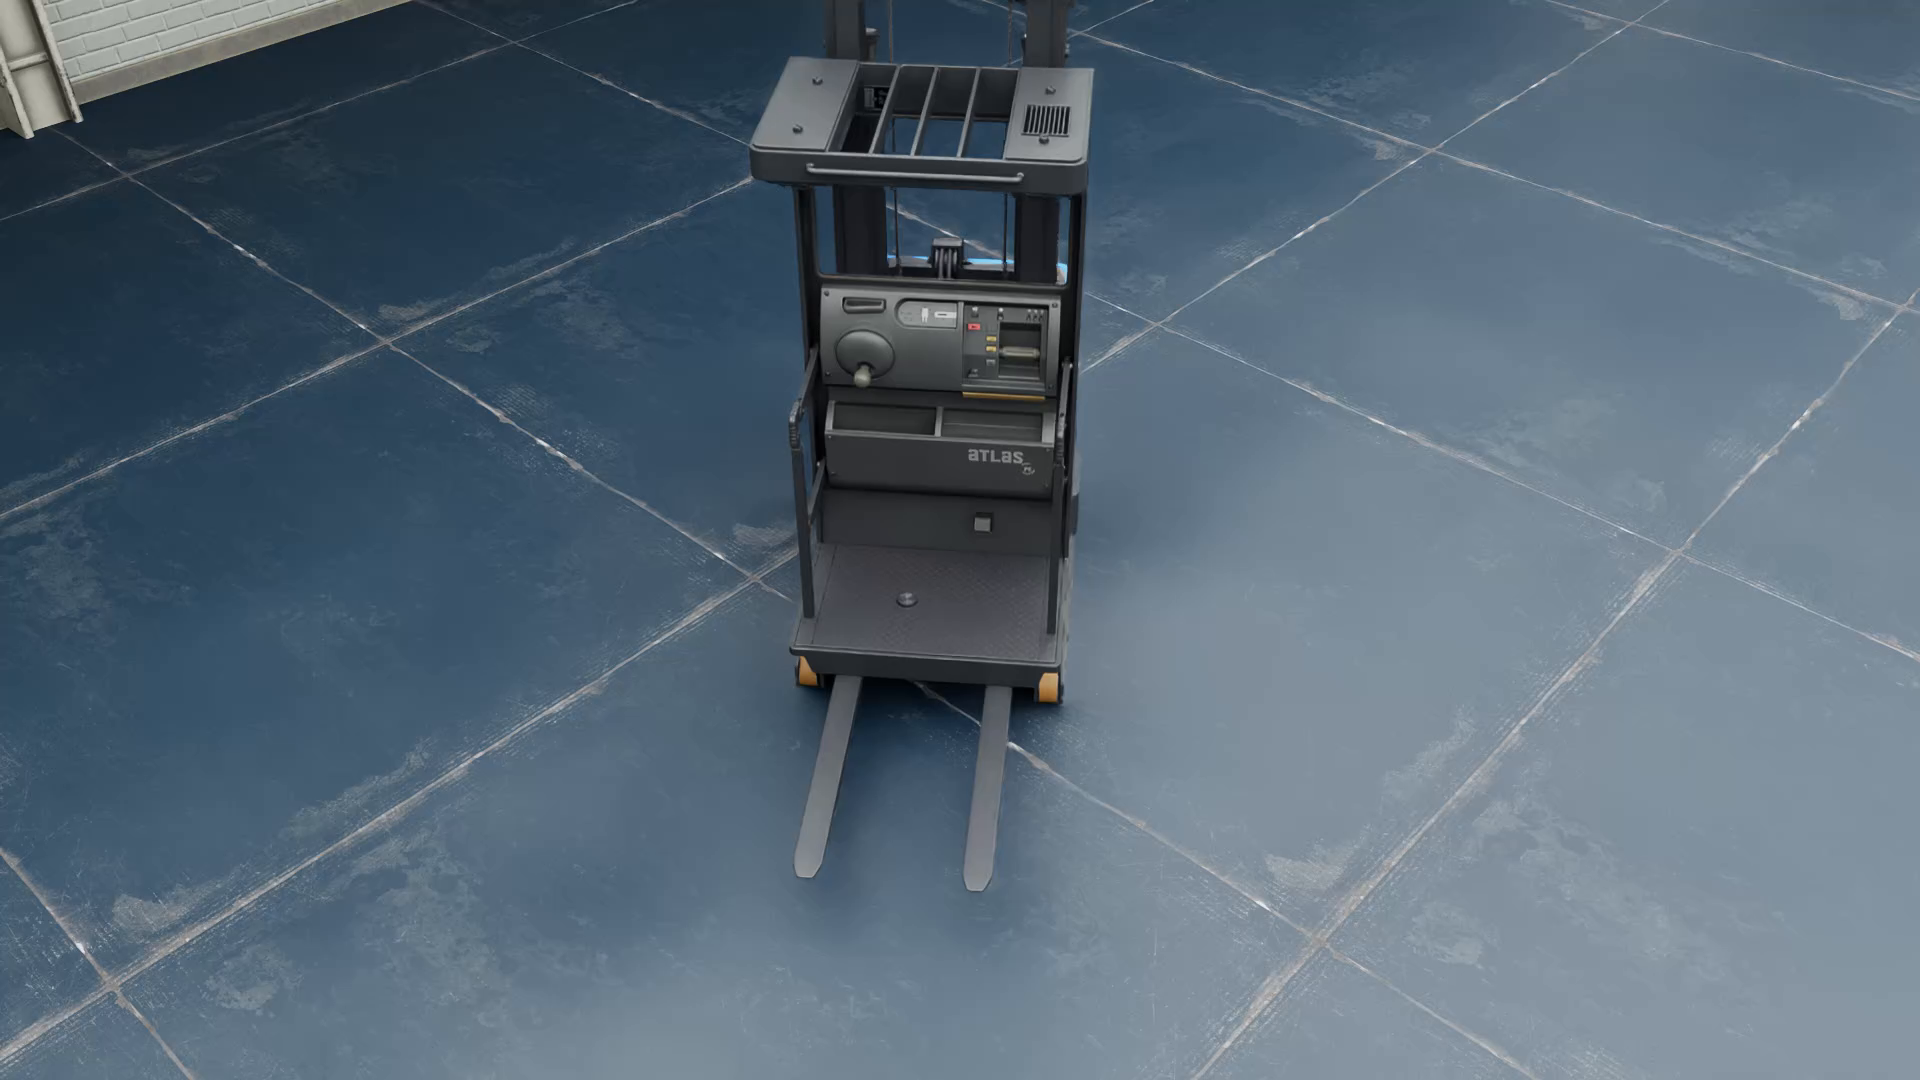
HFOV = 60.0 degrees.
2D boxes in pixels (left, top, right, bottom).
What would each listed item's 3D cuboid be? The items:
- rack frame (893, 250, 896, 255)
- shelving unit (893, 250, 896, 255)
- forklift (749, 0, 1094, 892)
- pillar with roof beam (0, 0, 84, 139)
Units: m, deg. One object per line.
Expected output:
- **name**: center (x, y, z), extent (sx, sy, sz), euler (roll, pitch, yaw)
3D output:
- **rack frame**: center (-0.225, -1.014, 8.302), extent (0.240, 0.900, 0.006), euler (22, 43, 25)
- **shelving unit**: center (-0.280, -0.961, 8.235), extent (0.258, 0.900, 0.210), euler (22, 43, 25)
- **forklift**: center (-0.097, -0.696, 6.270), extent (1.130, 2.935, 3.031), euler (4, 39, 4)
- **pillar with roof beam**: center (-3.050, -4.553, 6.246), extent (9.100, 9.000, 0.400), euler (30, 47, 32)
